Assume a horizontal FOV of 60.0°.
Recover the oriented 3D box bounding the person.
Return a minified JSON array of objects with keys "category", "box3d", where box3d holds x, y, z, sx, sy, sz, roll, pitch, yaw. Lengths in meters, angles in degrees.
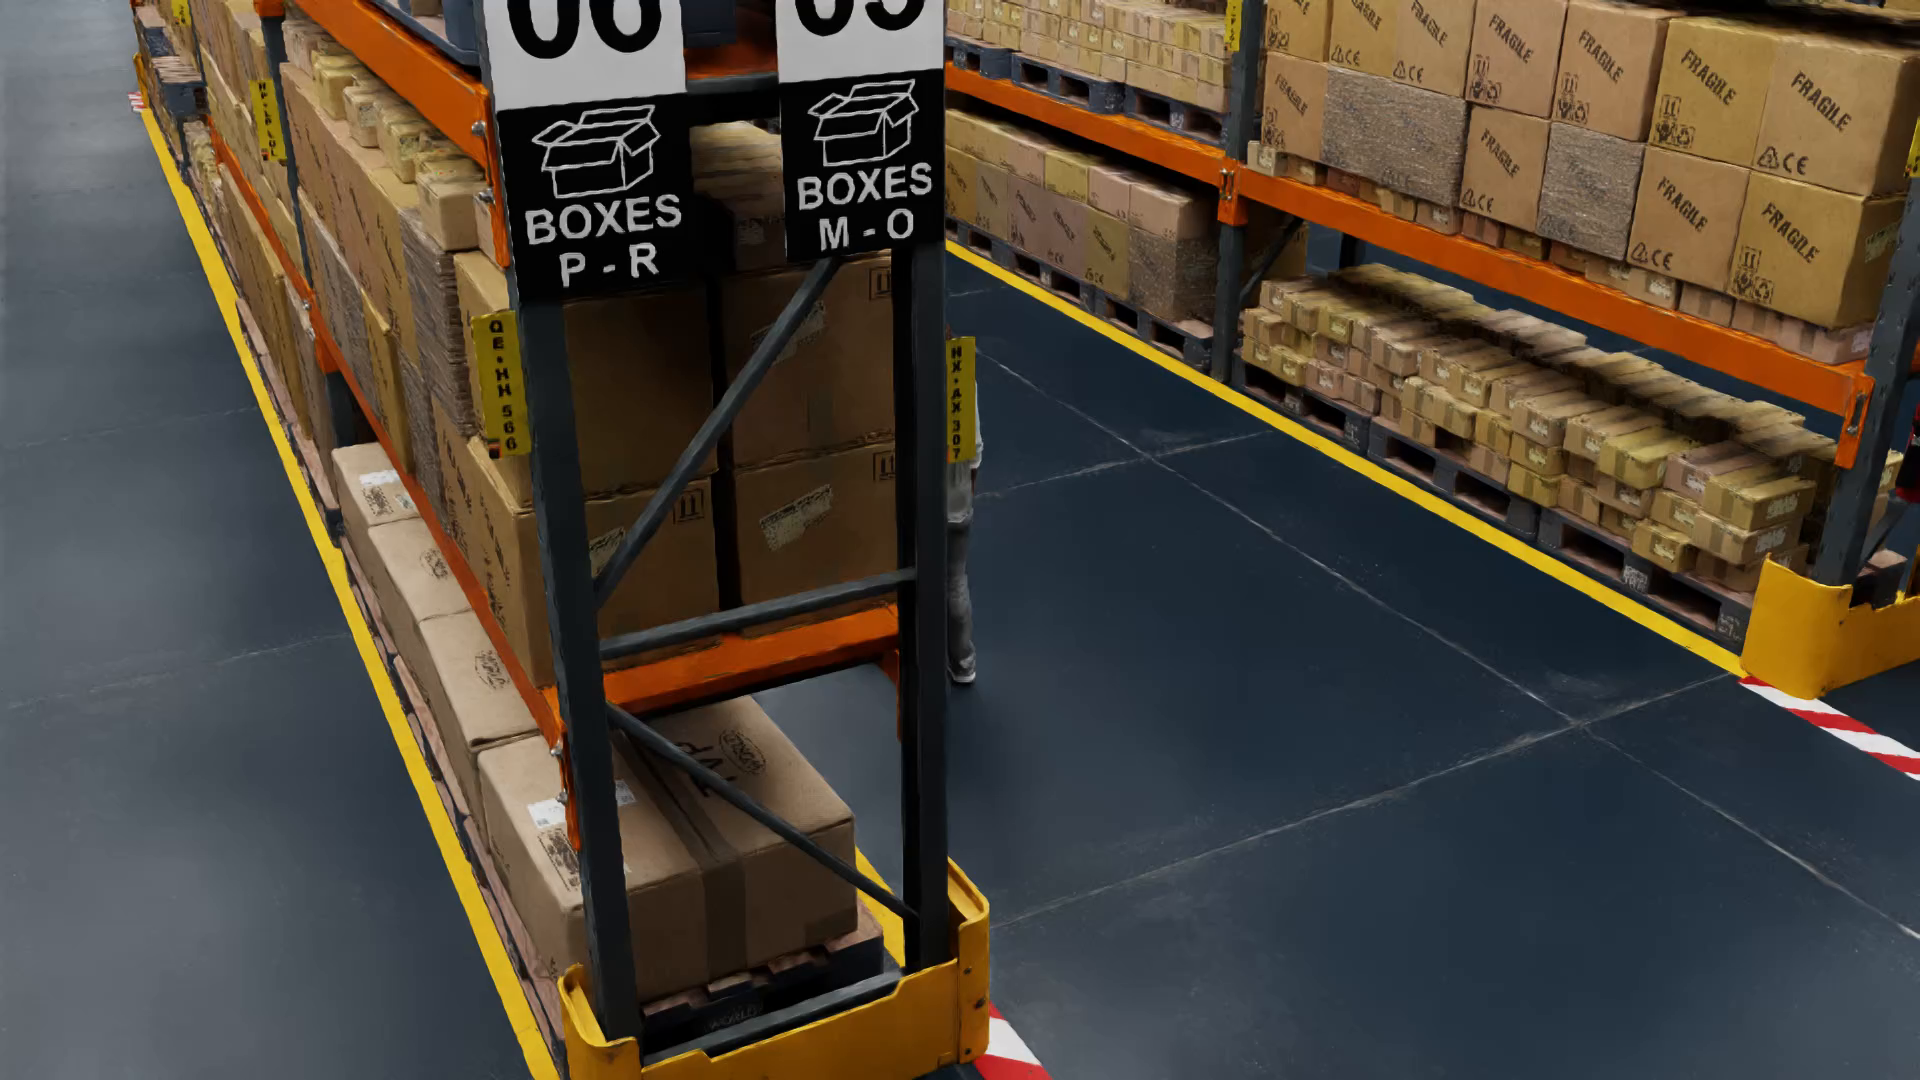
[{"category":"person","box3d":[-0.137,-0.131,6.385,0.453,1.603,0.367,-13,29,-24]}]
